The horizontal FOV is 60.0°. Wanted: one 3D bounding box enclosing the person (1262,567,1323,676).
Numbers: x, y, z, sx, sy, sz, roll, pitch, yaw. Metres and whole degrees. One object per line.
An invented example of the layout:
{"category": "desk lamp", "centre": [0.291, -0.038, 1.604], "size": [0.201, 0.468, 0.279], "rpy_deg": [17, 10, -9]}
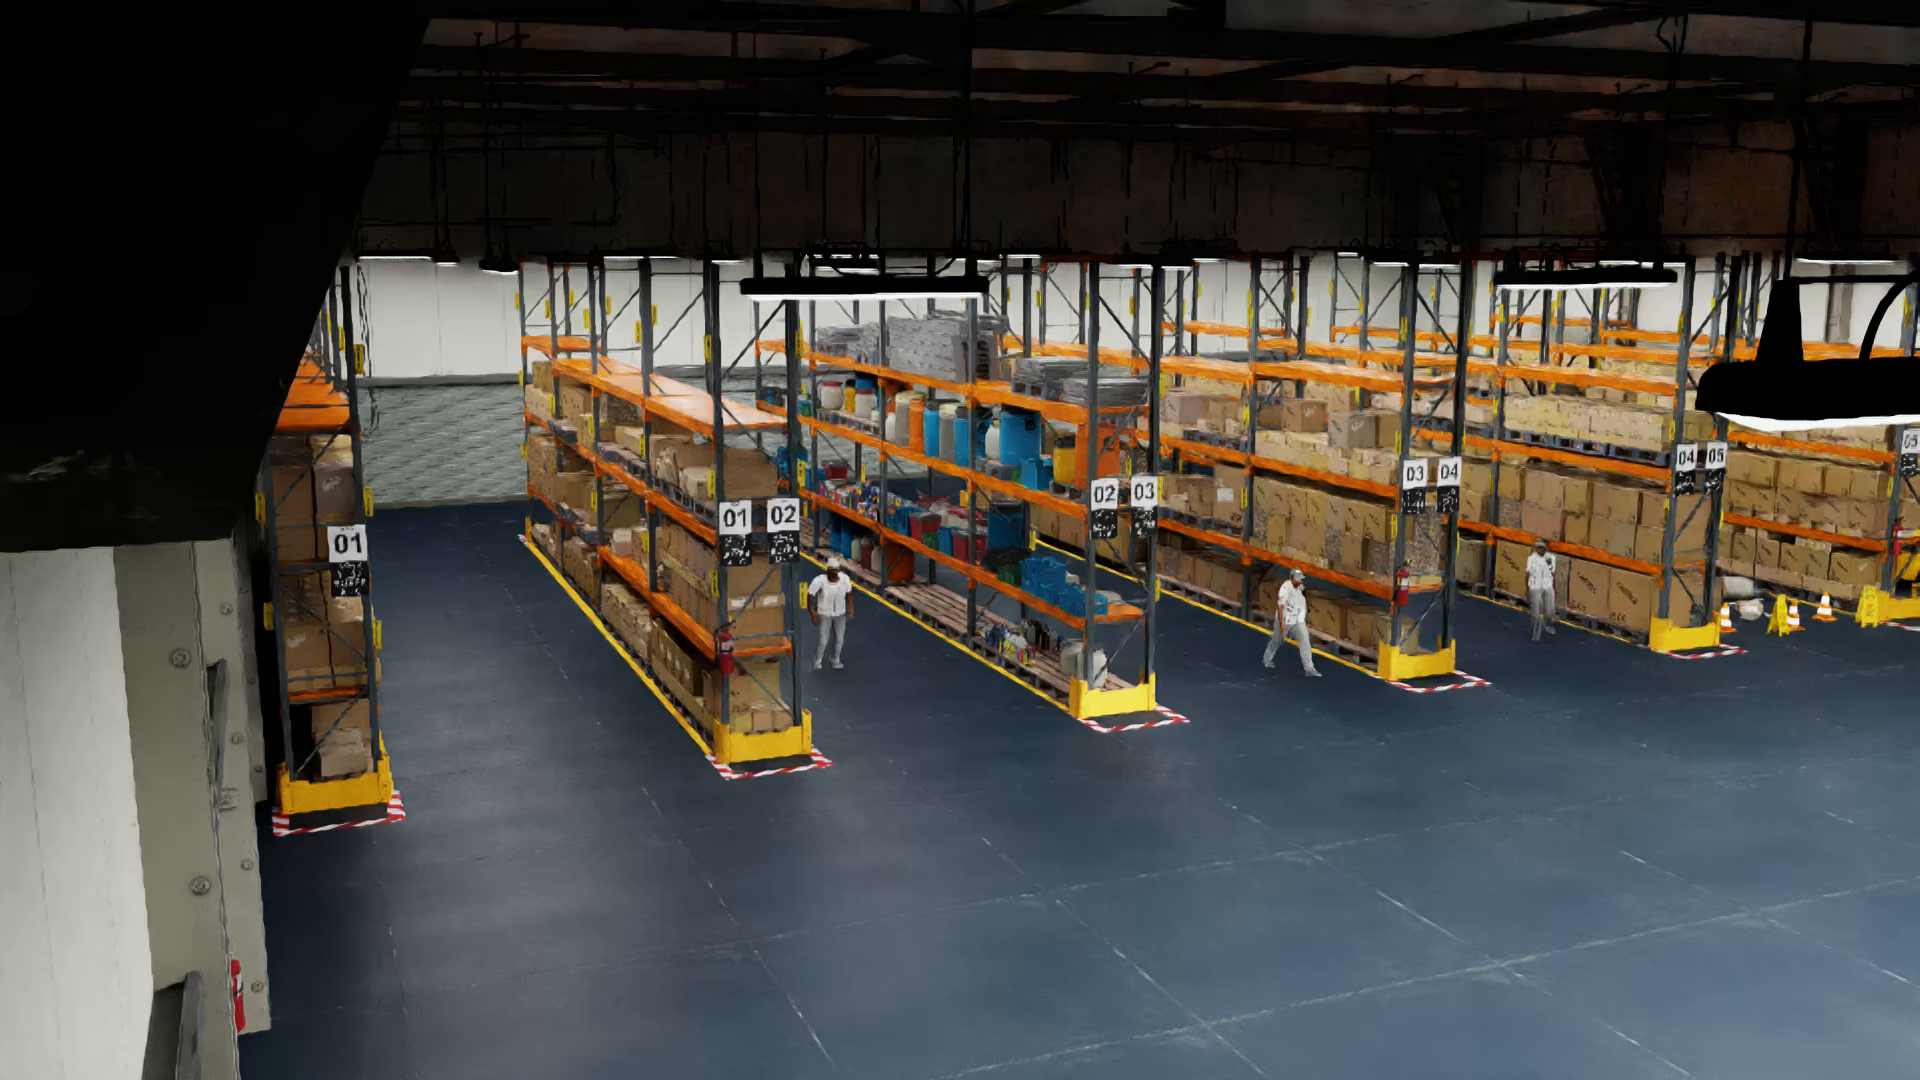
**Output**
{"category": "person", "centre": [4.823, 1.162, 24.204], "size": [0.496, 1.580, 1.090], "rpy_deg": [-5, 11, -24]}

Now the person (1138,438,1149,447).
{"category": "person", "centre": [4.645, -2.161, 41.951], "size": [0.595, 1.773, 0.576], "rpy_deg": [2, 11, 13]}

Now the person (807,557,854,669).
{"category": "person", "centre": [-1.900, 1.079, 24.427], "size": [0.719, 1.714, 0.572], "rpy_deg": [-5, 11, -24]}

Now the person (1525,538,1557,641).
{"category": "person", "centre": [9.200, 0.761, 26.286], "size": [0.524, 1.666, 0.511], "rpy_deg": [3, 11, 15]}
